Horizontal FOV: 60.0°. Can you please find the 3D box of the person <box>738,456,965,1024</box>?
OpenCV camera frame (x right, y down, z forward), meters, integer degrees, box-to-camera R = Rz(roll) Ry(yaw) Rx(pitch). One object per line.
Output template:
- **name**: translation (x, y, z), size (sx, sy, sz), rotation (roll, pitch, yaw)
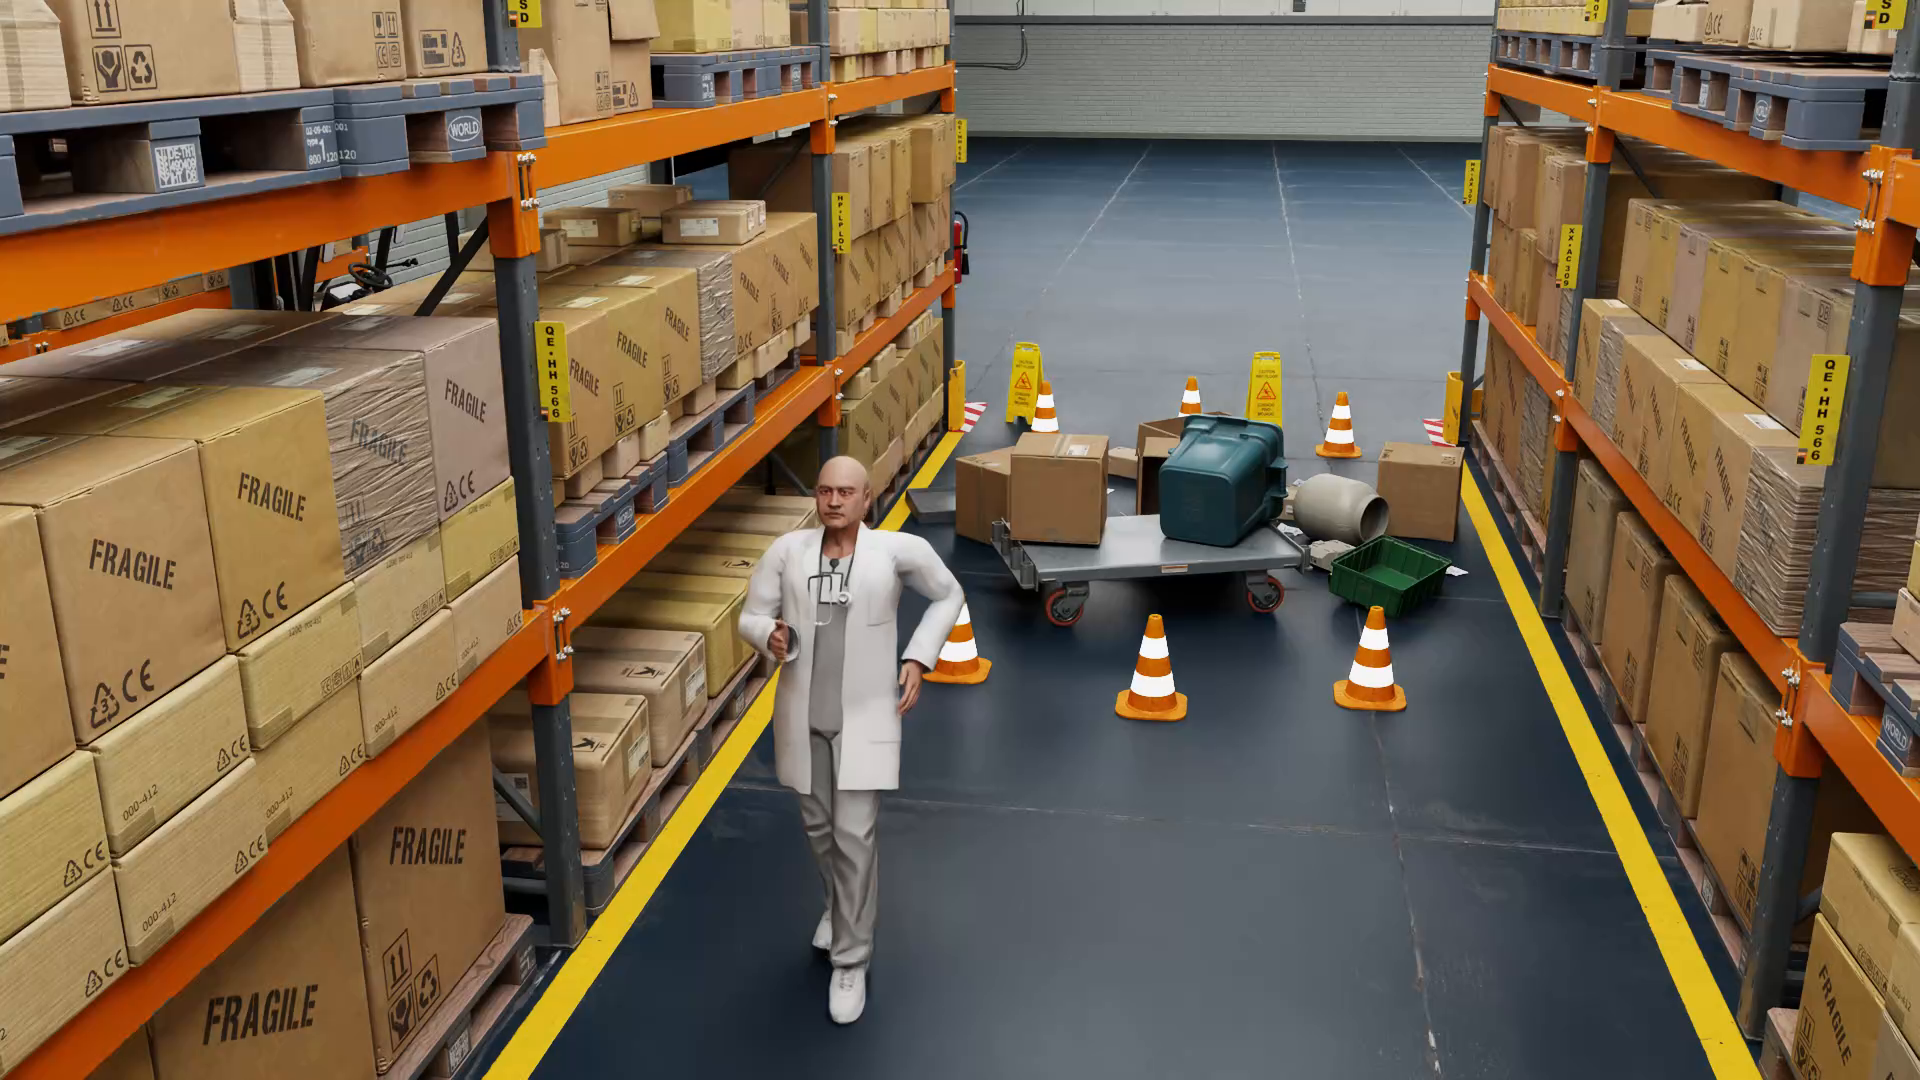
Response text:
- **person**: translation (-0.413, 0.628, 5.578), size (0.719, 1.788, 0.775), rotation (4, 18, 13)
